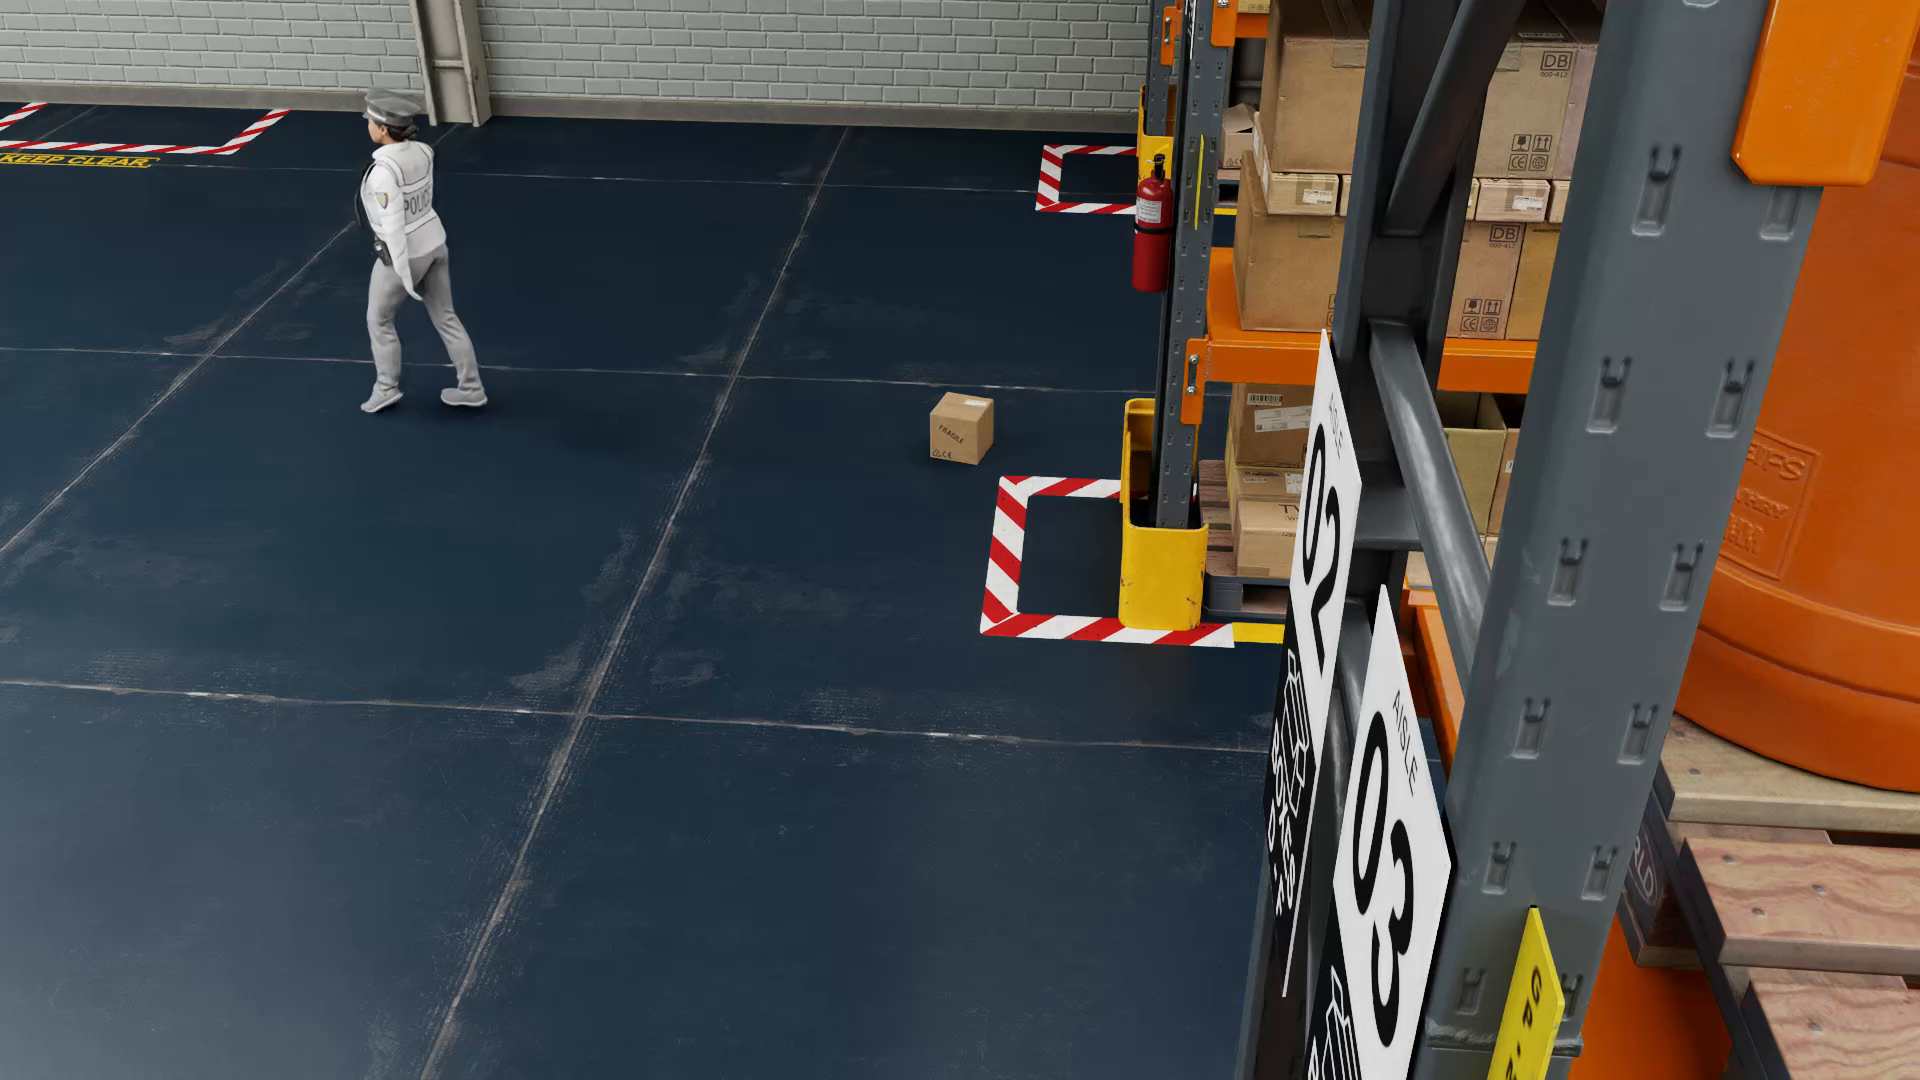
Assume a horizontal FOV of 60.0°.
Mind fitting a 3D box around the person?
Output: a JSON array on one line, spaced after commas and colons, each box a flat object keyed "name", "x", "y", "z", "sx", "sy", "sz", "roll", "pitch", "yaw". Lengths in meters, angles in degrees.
[{"name": "person", "x": -2.812, "y": -1.421, "z": 8.393, "sx": 0.688, "sy": 1.737, "sz": 0.503, "roll": 11, "pitch": 34, "yaw": 17}]
